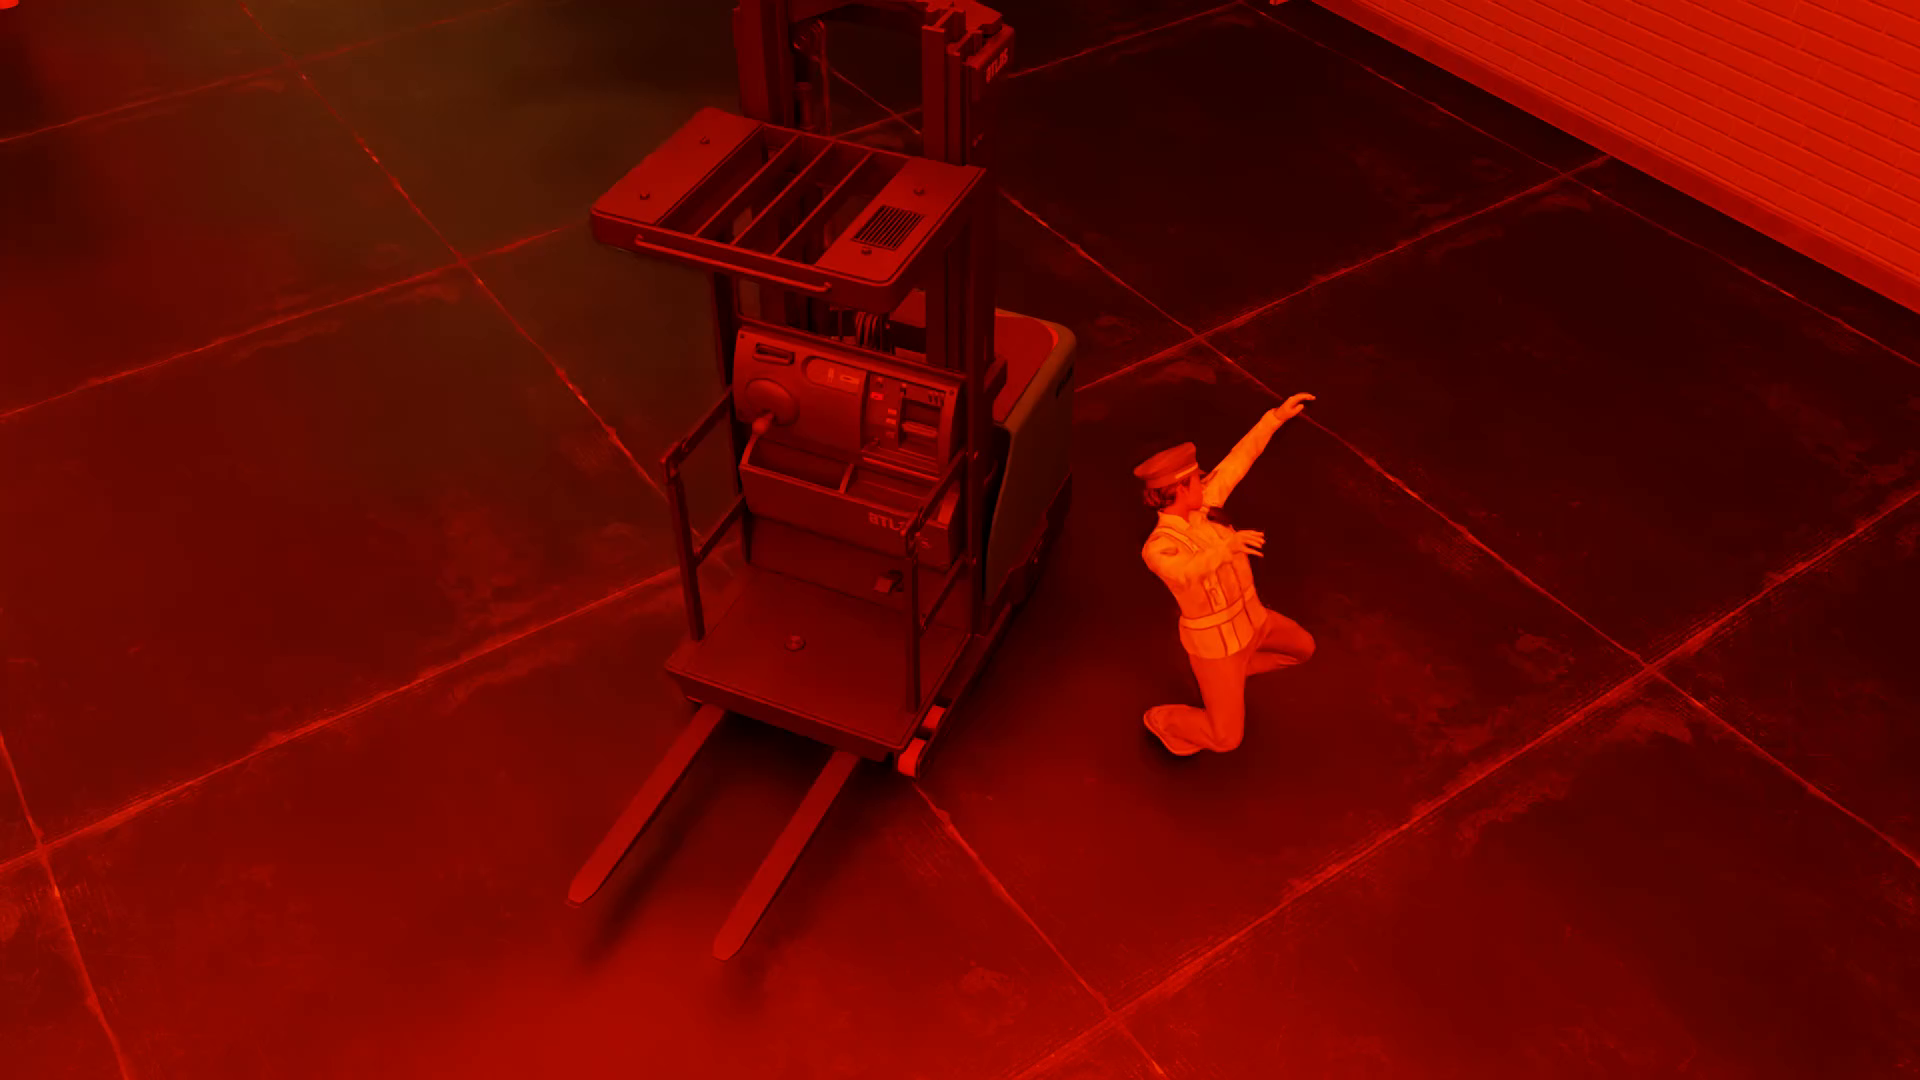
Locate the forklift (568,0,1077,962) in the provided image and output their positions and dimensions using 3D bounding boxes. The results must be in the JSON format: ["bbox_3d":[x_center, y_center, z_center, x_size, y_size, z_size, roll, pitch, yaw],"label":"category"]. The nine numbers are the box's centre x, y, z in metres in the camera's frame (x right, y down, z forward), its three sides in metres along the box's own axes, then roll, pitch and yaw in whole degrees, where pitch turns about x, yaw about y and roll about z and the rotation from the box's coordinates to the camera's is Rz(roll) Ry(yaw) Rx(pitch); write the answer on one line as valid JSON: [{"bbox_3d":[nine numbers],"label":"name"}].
[{"bbox_3d":[-0.529,-0.441,6.195,1.130,2.935,3.031,17,45,17],"label":"forklift"}]

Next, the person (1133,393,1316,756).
[{"bbox_3d":[0.998,0.208,6.527,0.759,1.539,0.881,24,48,24],"label":"person"}]
